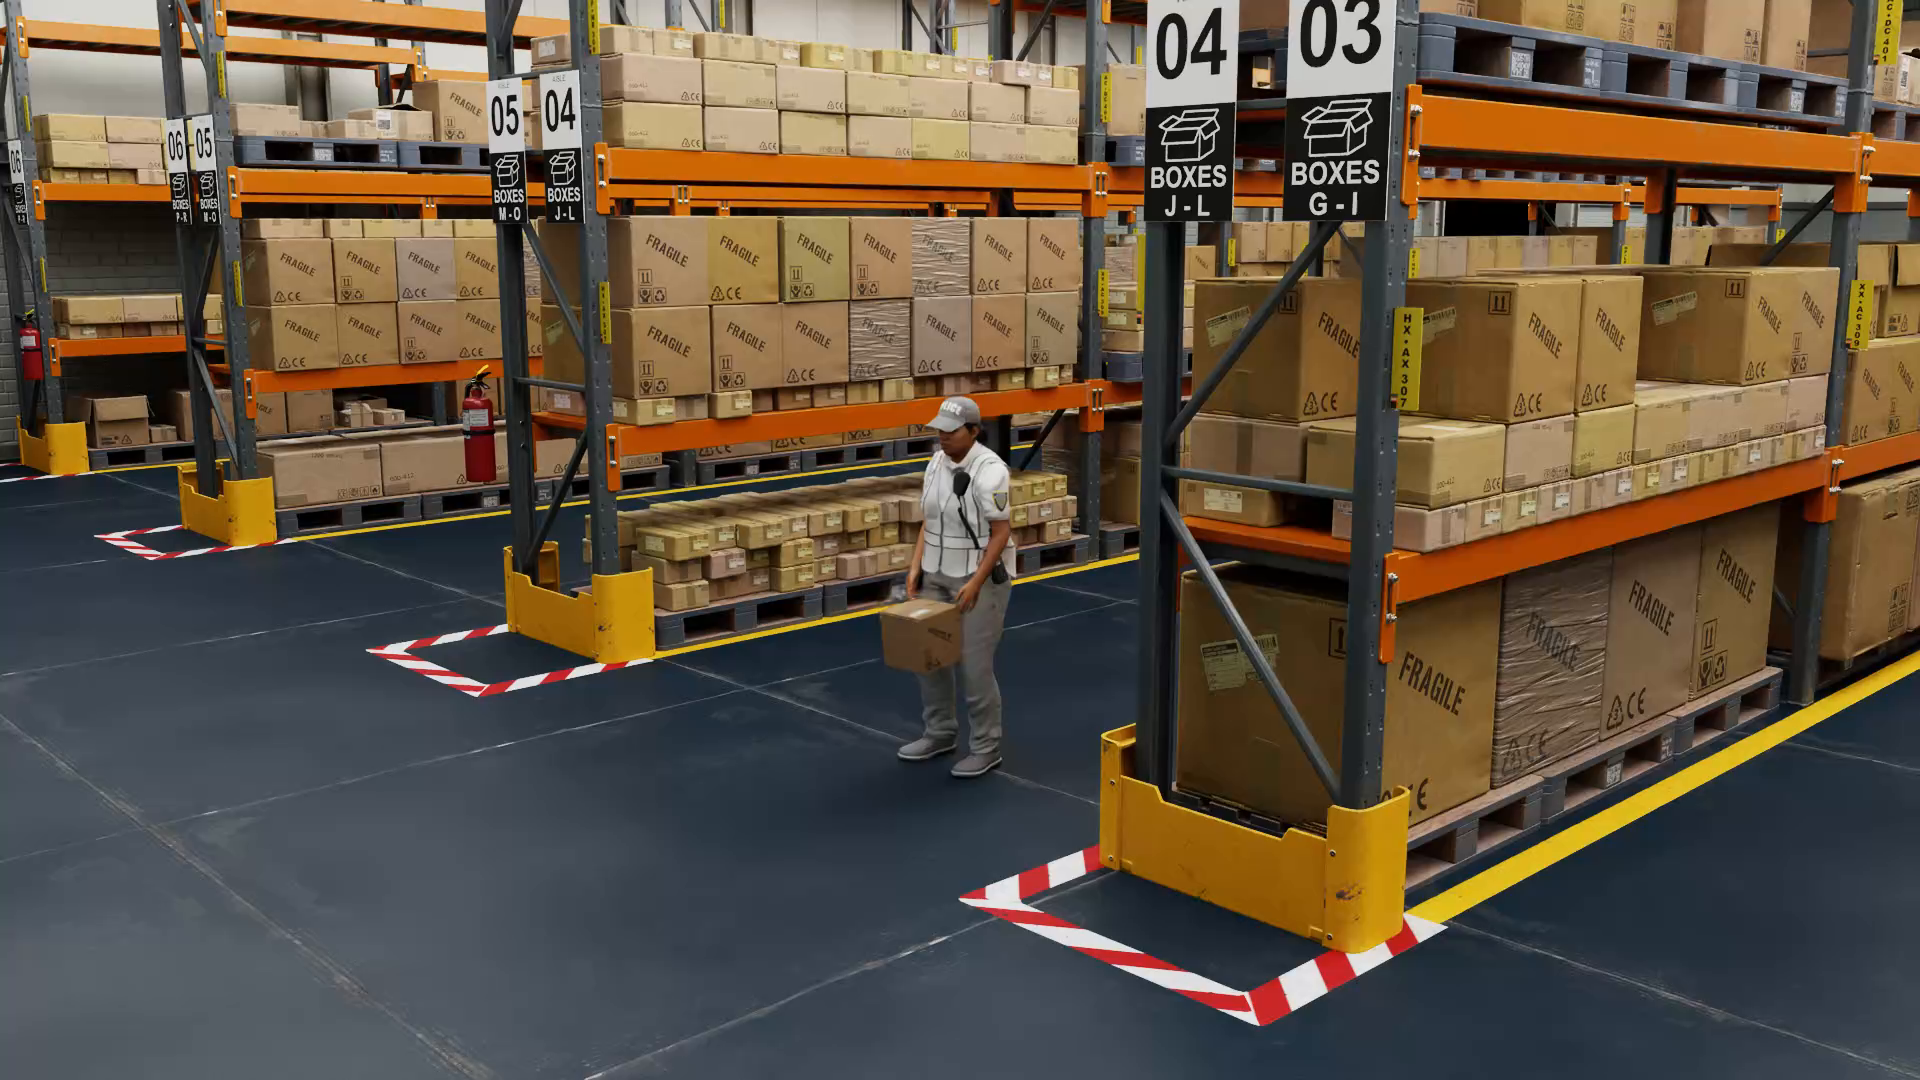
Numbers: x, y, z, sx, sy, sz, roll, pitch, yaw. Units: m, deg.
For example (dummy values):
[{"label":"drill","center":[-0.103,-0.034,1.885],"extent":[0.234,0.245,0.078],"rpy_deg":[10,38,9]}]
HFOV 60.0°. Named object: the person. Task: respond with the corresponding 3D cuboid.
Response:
[{"label":"person","center":[0.004,0.186,7.401],"extent":[0.424,1.671,0.519],"rpy_deg":[-10,15,-44]}]
